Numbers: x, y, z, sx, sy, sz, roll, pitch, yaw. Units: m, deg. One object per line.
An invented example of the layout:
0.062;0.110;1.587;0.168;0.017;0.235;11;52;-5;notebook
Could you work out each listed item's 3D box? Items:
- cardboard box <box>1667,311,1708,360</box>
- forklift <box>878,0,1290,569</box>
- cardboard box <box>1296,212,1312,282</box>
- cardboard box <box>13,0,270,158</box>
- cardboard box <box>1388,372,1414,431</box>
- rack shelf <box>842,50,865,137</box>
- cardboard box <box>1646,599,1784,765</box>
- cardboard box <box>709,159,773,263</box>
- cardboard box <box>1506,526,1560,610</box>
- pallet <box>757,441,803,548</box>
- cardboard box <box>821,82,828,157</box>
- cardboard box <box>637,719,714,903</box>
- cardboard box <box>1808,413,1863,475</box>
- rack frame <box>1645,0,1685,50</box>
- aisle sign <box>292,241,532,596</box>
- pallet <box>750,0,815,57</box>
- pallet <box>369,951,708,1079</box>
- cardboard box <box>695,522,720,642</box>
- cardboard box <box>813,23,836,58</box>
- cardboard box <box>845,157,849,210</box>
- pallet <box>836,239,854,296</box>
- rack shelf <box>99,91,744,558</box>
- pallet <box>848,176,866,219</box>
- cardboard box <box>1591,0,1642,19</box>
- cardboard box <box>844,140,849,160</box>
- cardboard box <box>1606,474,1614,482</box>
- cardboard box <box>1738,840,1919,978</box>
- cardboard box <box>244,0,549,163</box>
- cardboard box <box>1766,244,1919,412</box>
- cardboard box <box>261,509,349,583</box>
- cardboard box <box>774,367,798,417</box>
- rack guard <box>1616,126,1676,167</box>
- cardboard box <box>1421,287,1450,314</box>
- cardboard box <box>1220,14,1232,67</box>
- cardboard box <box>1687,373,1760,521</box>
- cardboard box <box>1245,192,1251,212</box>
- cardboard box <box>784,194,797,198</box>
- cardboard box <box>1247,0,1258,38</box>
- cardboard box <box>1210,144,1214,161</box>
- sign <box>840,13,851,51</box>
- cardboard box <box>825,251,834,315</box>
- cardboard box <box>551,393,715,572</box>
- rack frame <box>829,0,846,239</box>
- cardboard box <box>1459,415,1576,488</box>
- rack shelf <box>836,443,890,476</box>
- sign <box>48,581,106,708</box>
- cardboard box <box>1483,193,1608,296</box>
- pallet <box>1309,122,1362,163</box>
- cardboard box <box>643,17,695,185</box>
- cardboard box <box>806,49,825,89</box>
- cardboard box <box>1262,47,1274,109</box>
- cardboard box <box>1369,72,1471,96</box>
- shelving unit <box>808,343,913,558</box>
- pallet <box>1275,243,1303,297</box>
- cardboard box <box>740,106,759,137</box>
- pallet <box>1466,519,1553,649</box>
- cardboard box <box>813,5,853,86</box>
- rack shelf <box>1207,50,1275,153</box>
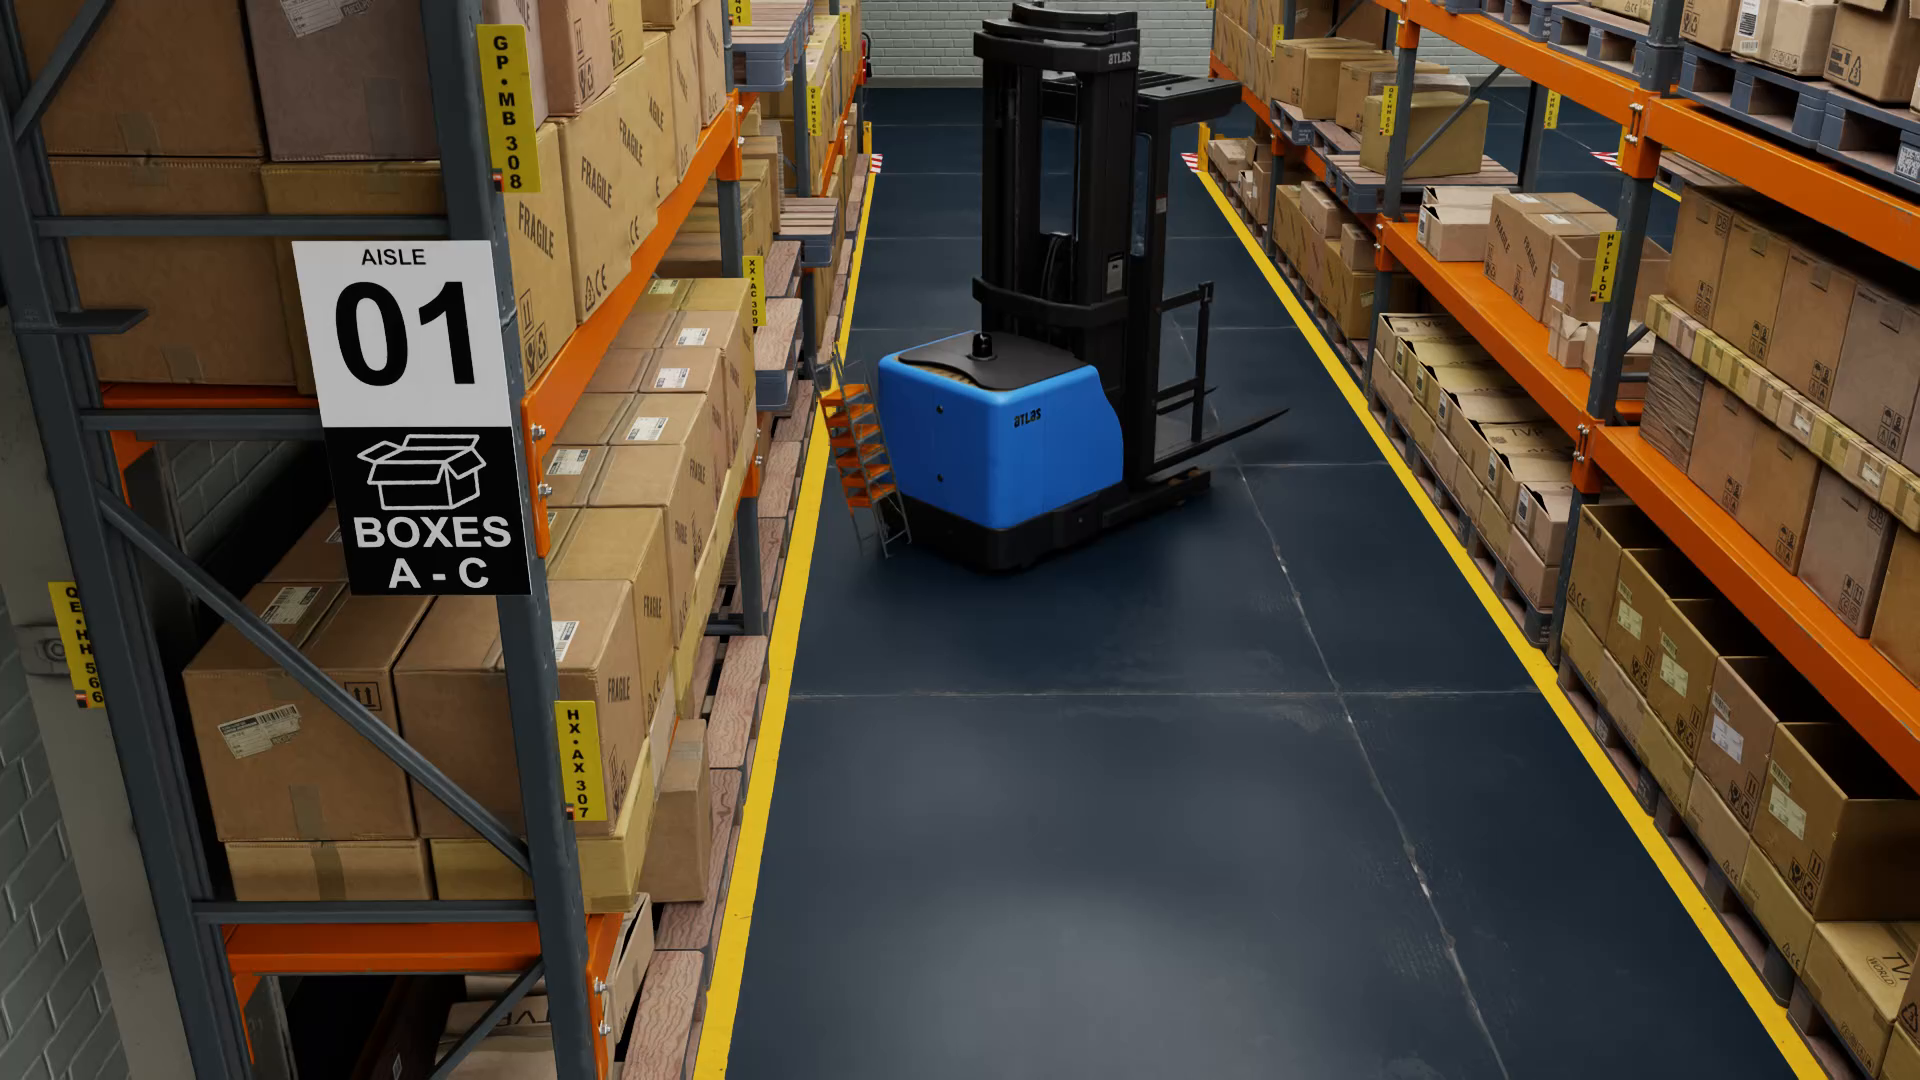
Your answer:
3.285;-0.880;7.147;0.380;0.149;0.250;0;24;0;cardboard box
0.915;-1.681;9.911;3.031;2.935;1.130;-22;33;-40;forklift
3.162;-2.486;14.106;0.500;0.500;0.500;0;24;0;cardboard box
-1.703;-1.135;3.621;0.500;0.500;0.500;1;24;2;cardboard box
3.148;-0.916;10.963;0.500;0.250;0.500;-1;24;-2;cardboard box
-1.589;-4.523;16.983;1.077;0.370;4.000;0;24;-1;rack shelf
3.176;0.570;6.766;0.500;0.500;0.500;0;24;-1;cardboard box
-1.473;-1.917;9.694;0.700;0.500;0.500;0;24;-1;cardboard box
3.179;0.138;8.632;0.500;0.250;0.500;0;24;-1;cardboard box
-1.507;-0.284;10.123;1.003;0.211;1.213;0;24;-1;pallet
-1.274;-3.190;12.657;0.500;0.500;0.500;0;24;-1;cardboard box
-1.318;1.034;6.324;0.700;0.500;0.500;-2;24;-4;cardboard box
3.303;-0.345;5.965;0.380;0.149;0.250;0;24;-1;cardboard box
3.473;-3.487;6.541;1.000;3.000;0.127;0;24;-1;rack frame
-1.136;-0.238;3.482;0.394;0.787;0.004;0;24;-1;aisle sign
-1.395;-2.693;8.653;1.213;0.211;1.003;0;24;-1;pallet
-1.411;1.822;5.464;1.003;0.211;1.213;0;24;-1;pallet
-1.147;0.143;5.952;0.500;0.250;0.500;0;24;0;cardboard box
-1.311;-4.156;13.884;0.500;0.250;0.500;0;24;1;cardboard box
-1.475;-3.595;16.582;0.700;0.500;0.500;0;24;-1;cardboard box
-1.484;-2.438;14.885;1.003;0.211;1.213;0;24;-1;pallet
-1.459;-0.945;5.432;1.077;0.370;4.000;0;24;-1;rack shelf
-1.514;-3.574;17.396;1.003;0.211;1.213;0;24;-1;pallet
3.467;-2.724;8.165;0.500;0.250;0.500;-3;24;-6;cardboard box
-1.295;-3.825;16.304;0.380;0.149;0.250;1;24;1;cardboard box
3.717;-0.326;8.977;0.500;0.311;0.500;-1;24;-1;cardboard box
3.191;1.324;6.009;0.500;0.250;0.500;0;24;-1;cardboard box
-1.198;-1.119;3.584;0.500;0.500;0.500;-2;24;-4;cardboard box
3.496;-0.793;6.168;0.700;0.500;0.500;0;24;-1;cardboard box
-1.650;0.235;4.838;0.500;0.500;0.500;0;24;0;cardboard box
-1.464;-1.143;11.138;0.700;0.500;0.500;0;24;0;cardboard box
8.282;-4.590;19.293;1.175;0.500;0.348;0;24;-1;rack guard
3.710;-1.653;12.263;0.500;0.500;0.500;1;24;2;cardboard box
3.094;-5.348;17.813;0.500;0.500;0.500;0;24;-1;cardboard box
3.496;-0.399;6.872;0.700;0.500;0.500;-1;24;-1;cardboard box
3.032;-3.340;16.420;0.380;0.149;0.250;0;24;-1;cardboard box
-1.296;-2.410;11.719;0.380;0.149;0.250;-1;24;-1;cardboard box
3.108;-5.178;16.223;0.500;0.500;0.500;0;24;0;cardboard box
3.006;-4.331;18.591;0.380;0.166;0.250;0;24;-1;cardboard box
-1.025;-4.525;14.805;0.100;0.325;0.005;0;24;-1;sign
-1.404;-2.255;13.195;0.750;0.750;0.750;0;24;-1;cardboard box
-1.154;-0.192;5.782;0.500;0.500;0.500;0;24;1;cardboard box
-1.568;-4.027;15.013;1.000;3.000;0.127;0;24;-1;rack frame
3.167;-0.534;9.436;0.500;0.311;0.500;0;24;-1;cardboard box
-0.544;-0.455;9.366;0.180;0.103;0.258;4;26;40;rack shelf
-1.992;0.241;3.789;0.100;0.325;0.005;0;24;-1;sign
3.464;-1.756;9.872;0.500;0.500;0.500;-2;24;-3;cardboard box
3.404;-3.116;13.233;1.003;0.211;1.213;0;24;-1;pallet
-1.191;-1.508;5.658;0.500;0.500;0.500;-1;24;-3;cardboard box
-1.287;-3.526;12.489;0.500;0.250;0.500;0;24;0;cardboard box
3.124;-4.301;15.498;0.500;0.500;0.500;0;24;0;cardboard box
3.491;-3.276;12.722;0.700;0.500;0.500;4;25;9;cardboard box
-0.554;-0.496;9.351;0.189;1.200;0.258;4;26;40;shelving unit
3.432;-2.445;14.900;1.003;0.211;1.213;0;24;-1;pallet
-1.472;-2.645;10.517;0.380;0.149;0.250;-4;25;-9;cardboard box
3.426;0.213;9.022;1.003;0.211;1.213;0;24;-1;pallet
-1.577;-4.987;16.774;0.980;0.700;0.700;-1;24;-3;cardboard box
3.364;-4.547;17.036;1.077;0.370;4.000;0;24;-1;rack shelf
